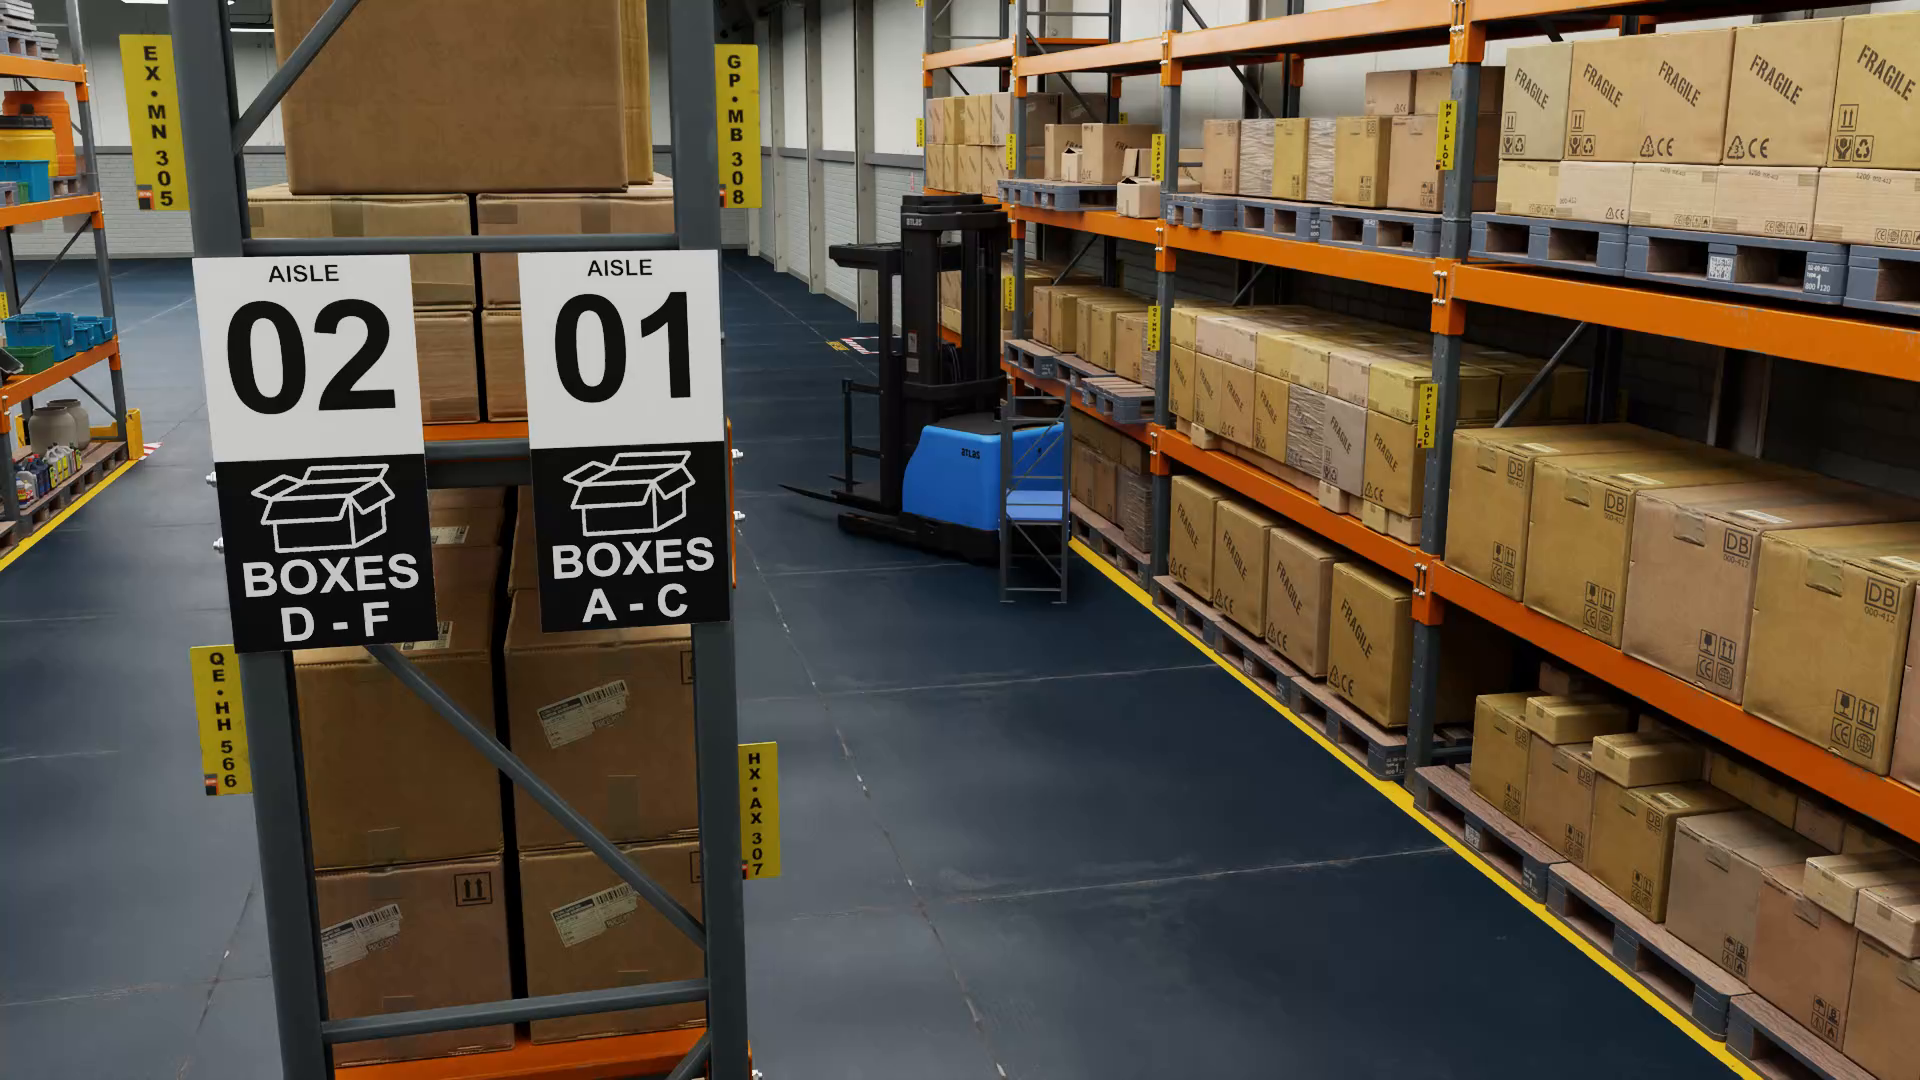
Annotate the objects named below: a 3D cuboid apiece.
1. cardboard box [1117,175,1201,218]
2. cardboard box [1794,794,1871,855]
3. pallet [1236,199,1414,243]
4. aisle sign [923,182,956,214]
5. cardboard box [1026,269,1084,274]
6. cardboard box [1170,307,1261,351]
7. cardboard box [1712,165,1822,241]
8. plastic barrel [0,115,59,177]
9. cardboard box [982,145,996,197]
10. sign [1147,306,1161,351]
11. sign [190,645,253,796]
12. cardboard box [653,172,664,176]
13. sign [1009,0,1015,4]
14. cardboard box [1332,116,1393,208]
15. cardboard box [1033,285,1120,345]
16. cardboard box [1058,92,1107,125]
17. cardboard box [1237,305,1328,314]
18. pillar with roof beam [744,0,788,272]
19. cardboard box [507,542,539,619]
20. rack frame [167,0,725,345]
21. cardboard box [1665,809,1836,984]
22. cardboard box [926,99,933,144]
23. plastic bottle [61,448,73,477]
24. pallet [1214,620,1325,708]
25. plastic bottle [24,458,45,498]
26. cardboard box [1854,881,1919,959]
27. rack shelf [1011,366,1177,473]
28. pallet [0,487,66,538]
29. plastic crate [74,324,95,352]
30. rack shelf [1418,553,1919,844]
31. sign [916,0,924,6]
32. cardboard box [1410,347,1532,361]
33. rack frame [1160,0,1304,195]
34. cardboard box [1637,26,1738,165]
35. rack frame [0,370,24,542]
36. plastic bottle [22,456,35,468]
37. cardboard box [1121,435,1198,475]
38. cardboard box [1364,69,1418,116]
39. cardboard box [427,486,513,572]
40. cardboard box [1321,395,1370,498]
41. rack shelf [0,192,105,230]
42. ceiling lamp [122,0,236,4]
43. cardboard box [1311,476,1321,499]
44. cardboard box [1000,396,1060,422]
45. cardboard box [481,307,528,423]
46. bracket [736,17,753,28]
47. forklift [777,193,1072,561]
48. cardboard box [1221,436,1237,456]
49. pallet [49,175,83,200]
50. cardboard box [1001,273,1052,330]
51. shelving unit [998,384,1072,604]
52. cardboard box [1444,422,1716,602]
[{"bbox_3d":[1.516,-2.631,12.702,0.500,0.311,0.500,-3,14,-13],"label":"cardboard box"},{"bbox_3d":[3.550,1.113,6.568,0.380,0.149,0.250,-3,14,-12],"label":"cardboard box"},{"bbox_3d":[2.416,-2.019,10.447,1.003,0.211,1.213,-3,14,-11],"label":"pallet"},{"bbox_3d":[-0.239,-4.165,19.677,0.394,0.787,0.004,-3,14,-13],"label":"aisle sign"},{"bbox_3d":[0.983,-2.520,17.116,0.500,0.500,0.500,-3,14,-13],"label":"cardboard box"},{"bbox_3d":[1.811,-1.498,11.778,0.500,0.250,0.500,-3,14,-12],"label":"cardboard box"},{"bbox_3d":[3.146,-1.242,6.090,0.500,0.250,0.500,-4,14,-15],"label":"cardboard box"},{"bbox_3d":[-9.170,-3.847,16.250,0.600,0.588,0.600,0,14,0],"label":"plastic barrel"},{"bbox_3d":[0.543,-3.715,16.739,0.500,0.500,0.500,-5,14,-18],"label":"cardboard box"},{"bbox_3d":[1.423,-1.548,12.171,0.100,0.325,0.005,-3,14,-13],"label":"sign"},{"bbox_3d":[-1.532,0.376,3.461,0.100,0.325,0.005,-3,14,-13],"label":"sign"},{"bbox_3d":[-1.203,-1.041,5.308,0.500,0.250,0.500,-3,14,-13],"label":"cardboard box"},{"bbox_3d":[0.613,-6.373,19.251,0.100,0.325,0.005,-3,14,-13],"label":"sign"},{"bbox_3d":[2.594,-2.187,9.601,0.700,0.500,0.500,-4,14,-14],"label":"cardboard box"},{"bbox_3d":[1.095,-2.122,15.656,0.700,0.500,0.500,-3,14,-13],"label":"cardboard box"},{"bbox_3d":[1.171,-4.109,16.248,0.500,0.500,0.500,-3,14,-12],"label":"cardboard box"},{"bbox_3d":[2.306,-1.534,11.924,0.500,0.250,0.500,-3,14,-12],"label":"cardboard box"},{"bbox_3d":[-8.747,-11.000,40.490,9.100,9.000,0.548,-3,14,-13],"label":"pillar with roof beam"},{"bbox_3d":[-0.966,0.294,4.584,0.500,0.500,0.500,-3,14,-13],"label":"cardboard box"},{"bbox_3d":[-0.987,-1.848,3.032,1.000,3.000,0.127,-3,14,-13],"label":"rack frame"},{"bbox_3d":[3.329,1.412,6.710,0.700,0.500,0.500,-4,14,-15],"label":"cardboard box"},{"bbox_3d":[-0.076,-4.801,19.078,0.500,0.500,0.500,-4,14,-17],"label":"cardboard box"},{"bbox_3d":[-8.638,-0.750,15.987,0.152,0.276,0.135,-4,14,-15],"label":"plastic bottle"},{"bbox_3d":[2.343,0.765,10.851,1.003,0.211,1.213,-3,14,-13],"label":"pallet"},{"bbox_3d":[-8.408,-0.563,15.067,0.144,0.351,0.185,-3,14,-12],"label":"plastic bottle"},{"bbox_3d":[3.358,1.309,5.765,0.380,0.149,0.250,-3,14,-14],"label":"cardboard box"},{"bbox_3d":[1.478,-1.169,14.406,1.077,0.370,4.000,-3,14,-13],"label":"rack shelf"},{"bbox_3d":[-8.739,-0.230,14.923,1.003,0.211,1.213,-3,14,-13],"label":"pallet"},{"bbox_3d":[-9.006,-2.029,16.724,0.499,0.251,0.408,-3,14,-13],"label":"plastic crate"},{"bbox_3d":[3.357,0.677,6.851,1.077,0.370,4.000,-3,14,-13],"label":"rack shelf"},{"bbox_3d":[-0.458,-6.278,19.030,0.100,0.325,0.005,-3,14,-13],"label":"sign"},{"bbox_3d":[2.903,-0.942,9.502,0.500,0.250,0.500,-3,14,-13],"label":"cardboard box"},{"bbox_3d":[1.948,-3.971,11.720,1.000,3.000,0.127,-3,14,-13],"label":"rack frame"},{"bbox_3d":[3.030,-1.723,6.479,0.500,0.500,0.500,-3,14,-13],"label":"cardboard box"},{"bbox_3d":[-8.621,-1.427,13.948,1.000,3.000,0.127,-3,14,-13],"label":"rack frame"},{"bbox_3d":[-8.690,-0.655,15.598,0.152,0.276,0.135,-3,14,-13],"label":"plastic bottle"},{"bbox_3d":[1.655,-0.719,13.808,0.500,0.250,0.500,-3,14,-12],"label":"cardboard box"},{"bbox_3d":[2.664,-2.554,9.524,0.500,0.250,0.500,-4,14,-15],"label":"cardboard box"},{"bbox_3d":[-1.726,0.090,5.421,0.500,0.500,0.500,-3,14,-11],"label":"cardboard box"},{"bbox_3d":[2.404,-0.546,9.463,0.500,0.500,0.500,-3,14,-13],"label":"cardboard box"},{"bbox_3d":[-9.091,-2.996,15.566,1.077,0.370,4.000,-3,14,-13],"label":"rack shelf"},{"bbox_3d":[-14.881,-11.781,31.388,2.000,3.185,0.800,-3,14,-13],"label":"ceiling lamp"},{"bbox_3d":[2.321,-0.321,9.906,0.380,0.149,0.250,-3,14,-13],"label":"cardboard box"},{"bbox_3d":[0.726,-1.216,17.424,0.500,0.500,0.500,-4,14,-17],"label":"cardboard box"},{"bbox_3d":[-0.861,-0.451,3.949,0.500,0.250,0.500,-3,14,-13],"label":"cardboard box"},{"bbox_3d":[-5.614,-13.663,43.805,0.076,0.066,4.783,-3,14,-13],"label":"bracket"},{"bbox_3d":[-0.433,-1.531,14.518,1.130,2.935,3.031,-13,19,-42],"label":"forklift"},{"bbox_3d":[2.010,-0.680,11.376,0.380,0.149,0.250,-3,14,-14],"label":"cardboard box"},{"bbox_3d":[-9.462,-3.519,16.588,1.003,0.211,1.213,-3,14,-13],"label":"pallet"},{"bbox_3d":[0.597,-2.372,16.511,0.500,0.500,0.500,-3,14,-13],"label":"cardboard box"},{"bbox_3d":[0.588,-0.378,12.812,0.538,1.500,1.048,1,14,4],"label":"shelving unit"},{"bbox_3d":[2.999,-0.154,8.103,0.980,0.700,0.700,-3,14,-12],"label":"cardboard box"}]
